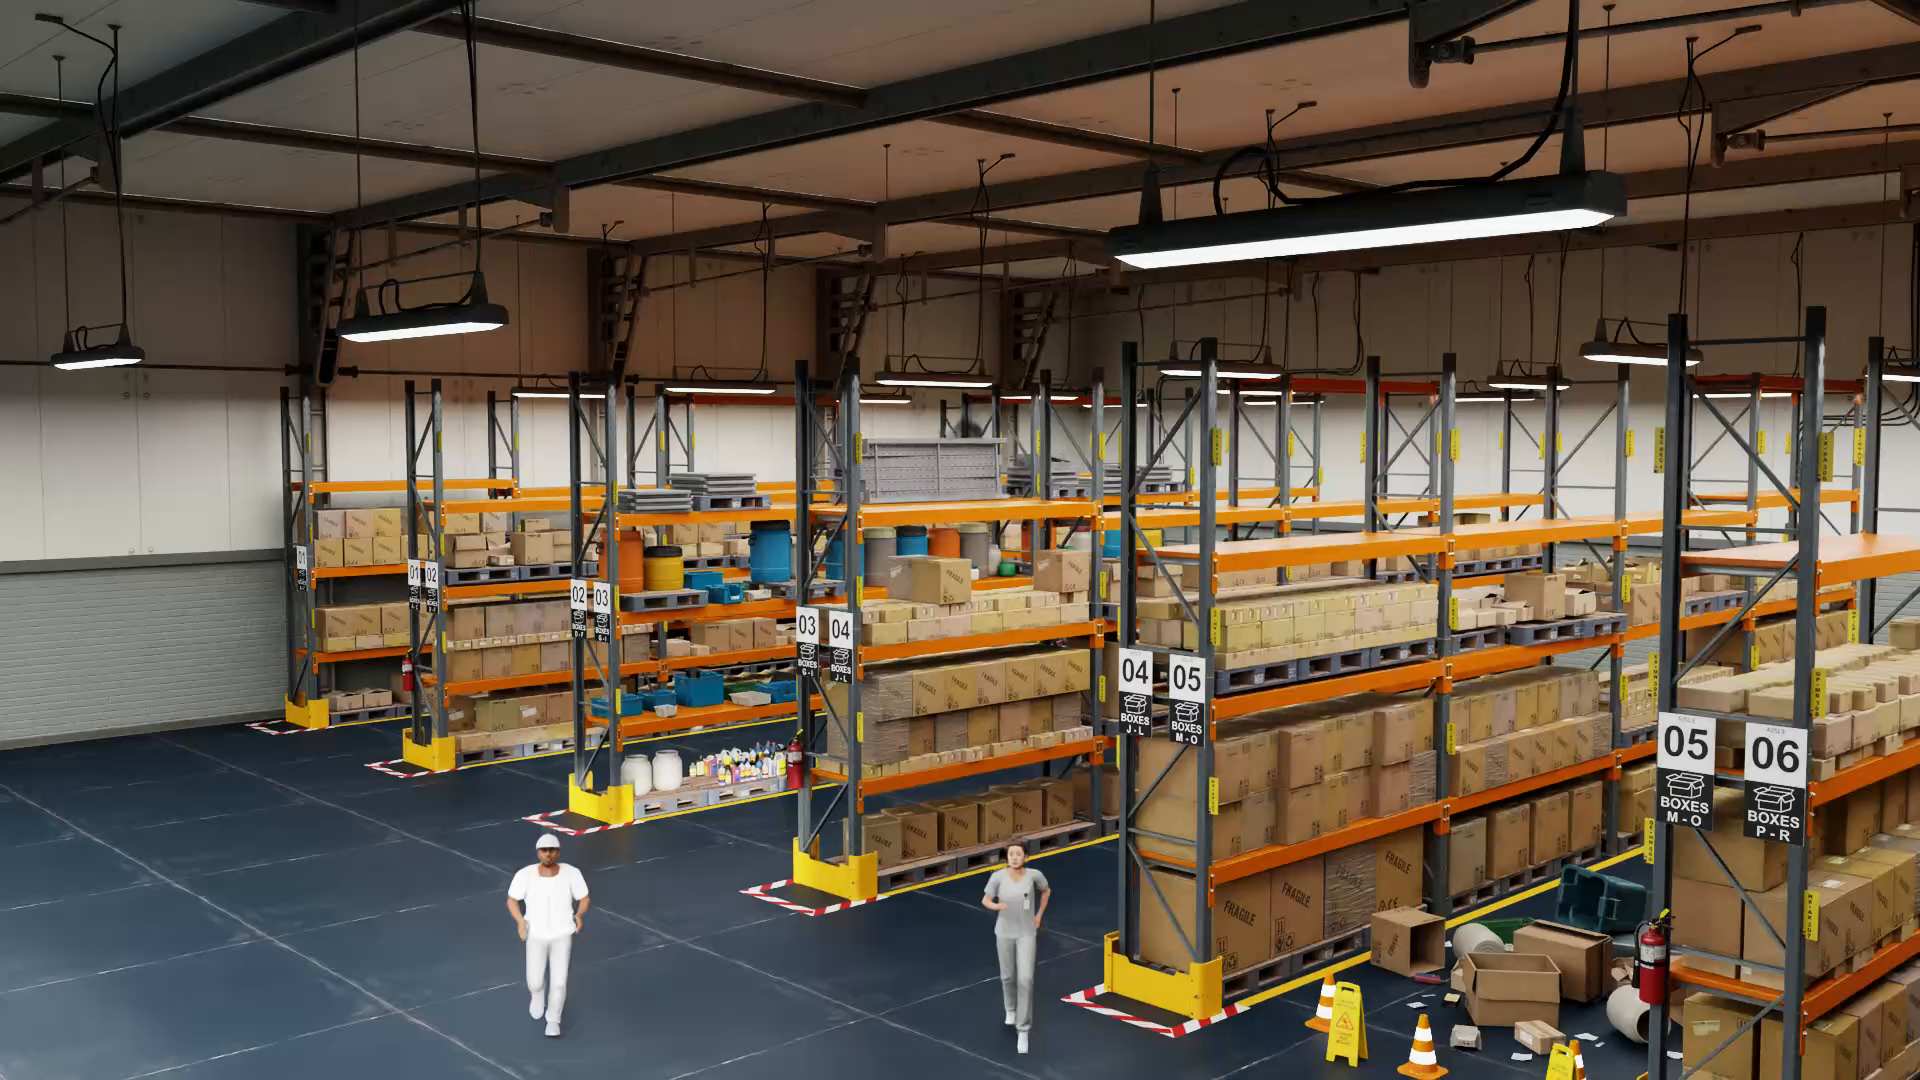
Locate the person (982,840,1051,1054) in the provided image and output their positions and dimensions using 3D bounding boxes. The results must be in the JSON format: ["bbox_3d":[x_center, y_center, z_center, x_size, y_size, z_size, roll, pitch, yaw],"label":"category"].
[{"bbox_3d":[0.471,3.410,14.212,0.566,1.723,0.761,1,4,9],"label":"person"}]

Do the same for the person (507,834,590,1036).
[{"bbox_3d":[-3.540,3.387,14.341,0.698,1.718,0.606,-1,4,-15],"label":"person"}]

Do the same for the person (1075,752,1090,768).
[{"bbox_3d":[1.894,2.654,25.511,0.680,1.746,0.691,2,4,29],"label":"person"}]
